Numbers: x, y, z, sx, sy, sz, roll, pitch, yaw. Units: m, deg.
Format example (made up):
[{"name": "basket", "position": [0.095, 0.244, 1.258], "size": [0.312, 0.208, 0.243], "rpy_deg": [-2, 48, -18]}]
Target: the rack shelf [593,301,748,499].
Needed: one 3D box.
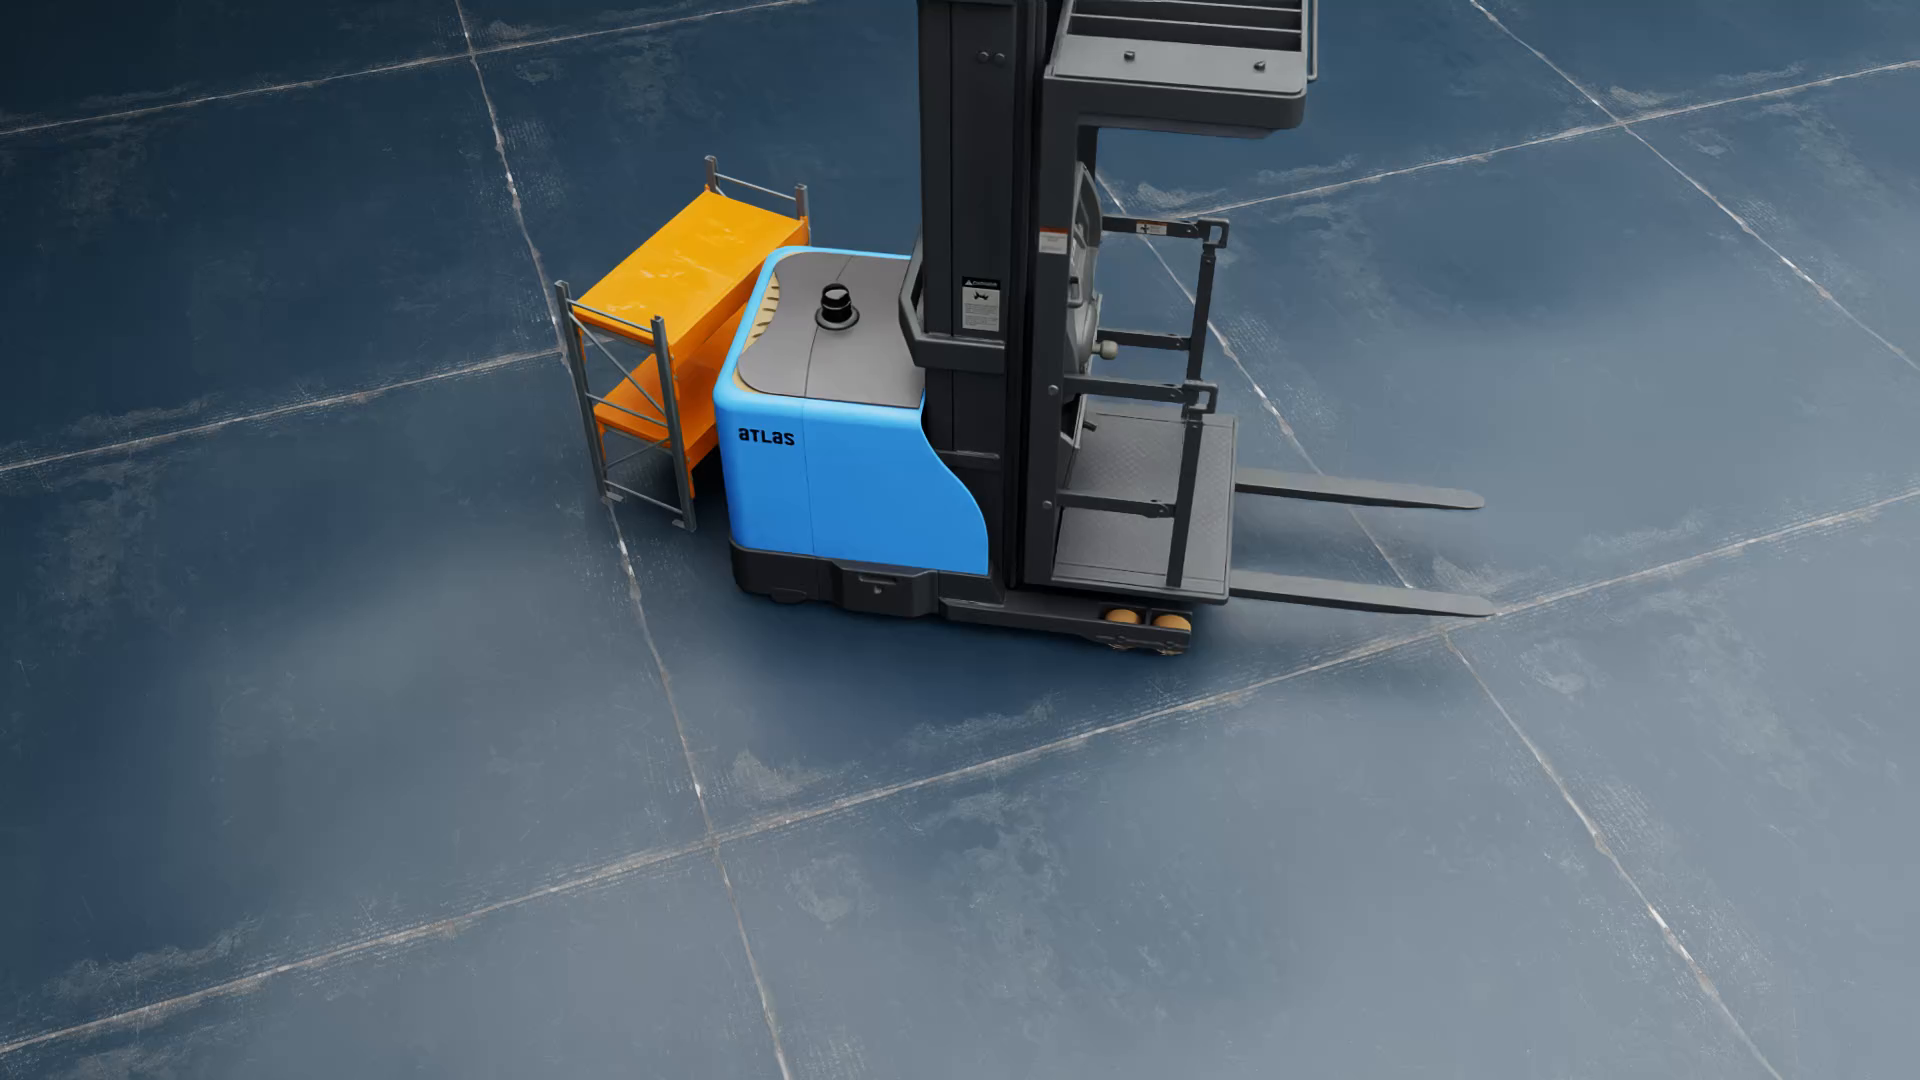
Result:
[{"name": "rack shelf", "position": [-1.108, -0.667, 7.274], "size": [0.538, 0.278, 1.000], "rpy_deg": [21, 49, 20]}]

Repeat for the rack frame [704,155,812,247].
[{"name": "rack frame", "position": [-0.865, -1.156, 7.416], "size": [0.500, 1.125, 0.032], "rpy_deg": [21, 49, 20]}]

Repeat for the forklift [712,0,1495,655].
[{"name": "forklift", "position": [0.633, -0.986, 5.973], "size": [3.031, 2.935, 1.130], "rpy_deg": [6, 45, 6]}]

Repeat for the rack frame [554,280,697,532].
[{"name": "rack frame", "position": [-1.351, -0.523, 6.786], "size": [0.500, 1.125, 0.032], "rpy_deg": [21, 49, 20]}]

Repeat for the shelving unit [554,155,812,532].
[{"name": "shelving unit", "position": [-1.108, -0.839, 7.101], "size": [0.538, 1.125, 1.048], "rpy_deg": [21, 49, 20]}]

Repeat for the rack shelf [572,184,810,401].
[{"name": "rack shelf", "position": [-1.108, -1.046, 6.894], "size": [0.538, 0.278, 1.000], "rpy_deg": [21, 49, 20]}]
